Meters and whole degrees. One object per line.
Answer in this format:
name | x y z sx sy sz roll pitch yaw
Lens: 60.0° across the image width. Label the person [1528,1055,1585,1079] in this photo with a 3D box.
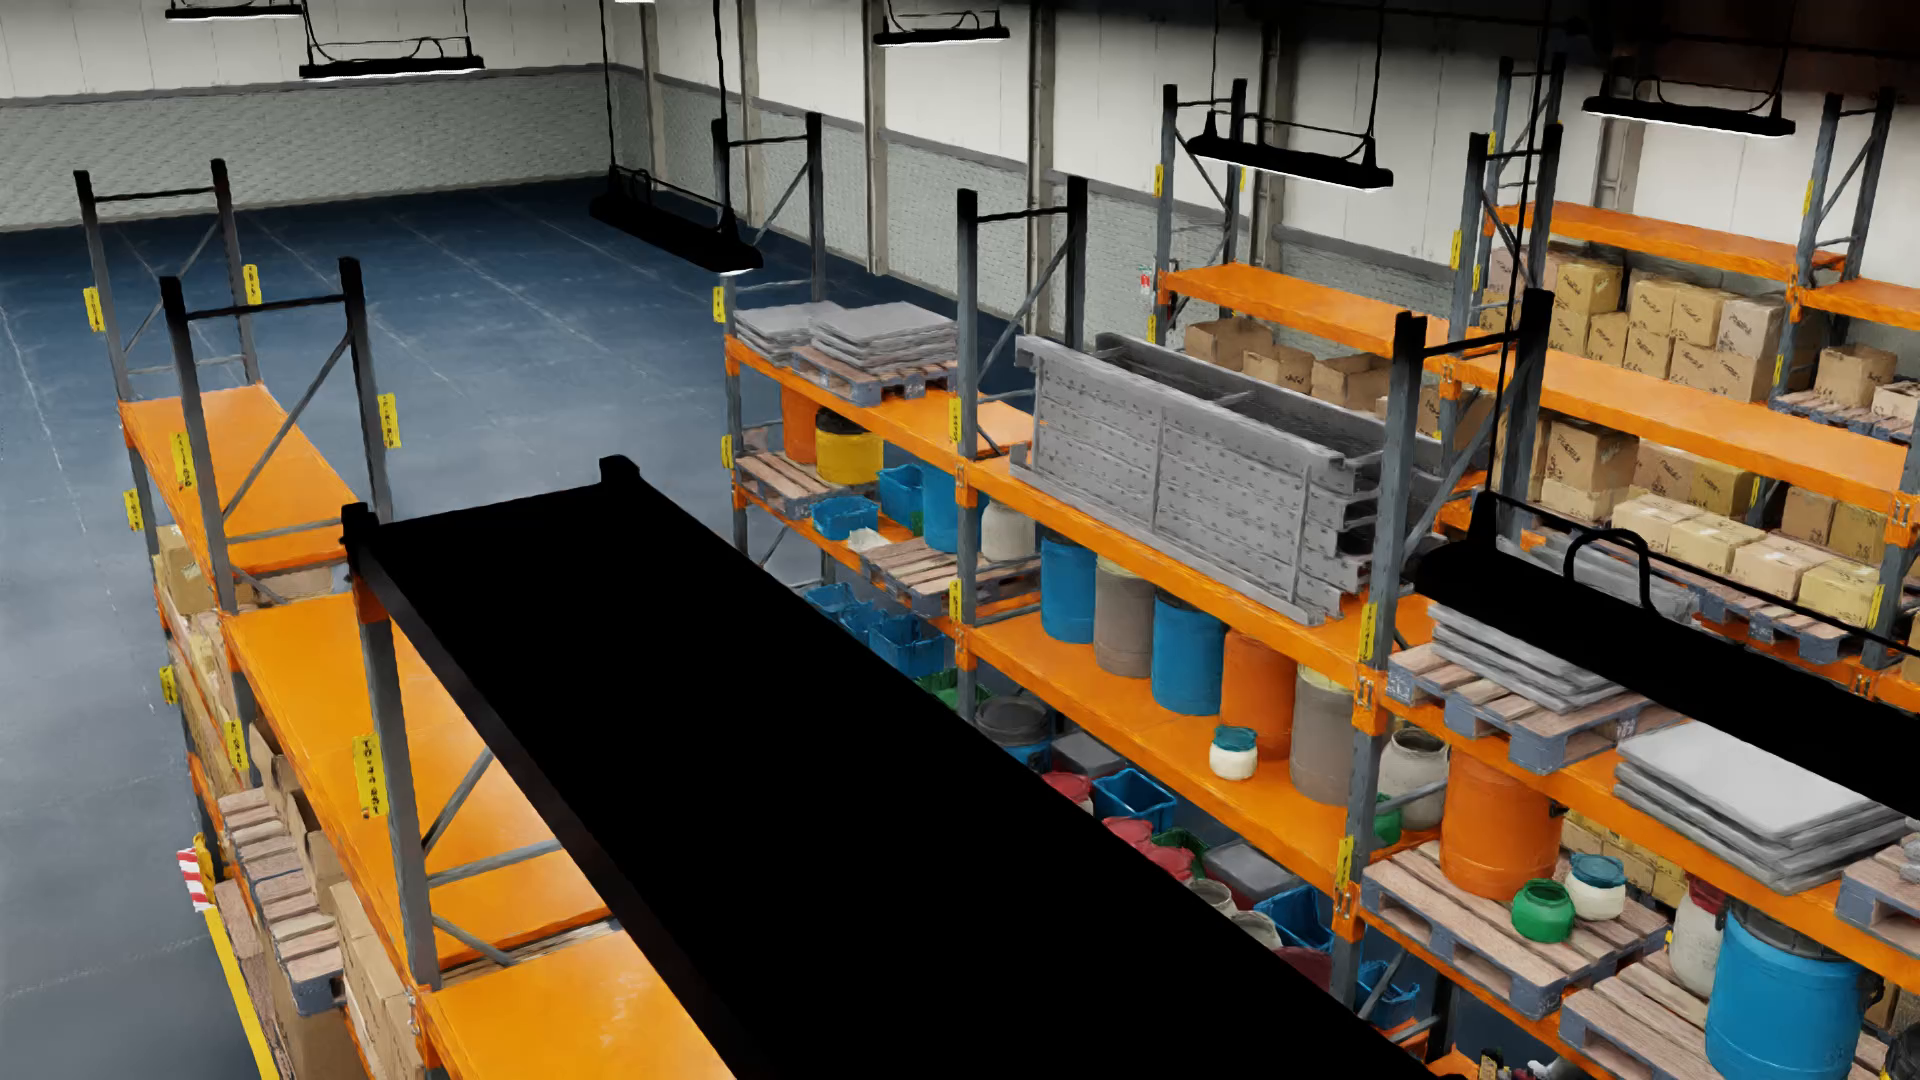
person | 4.473 3.210 11.213 0.445 1.590 1.110 -12 25 -28
